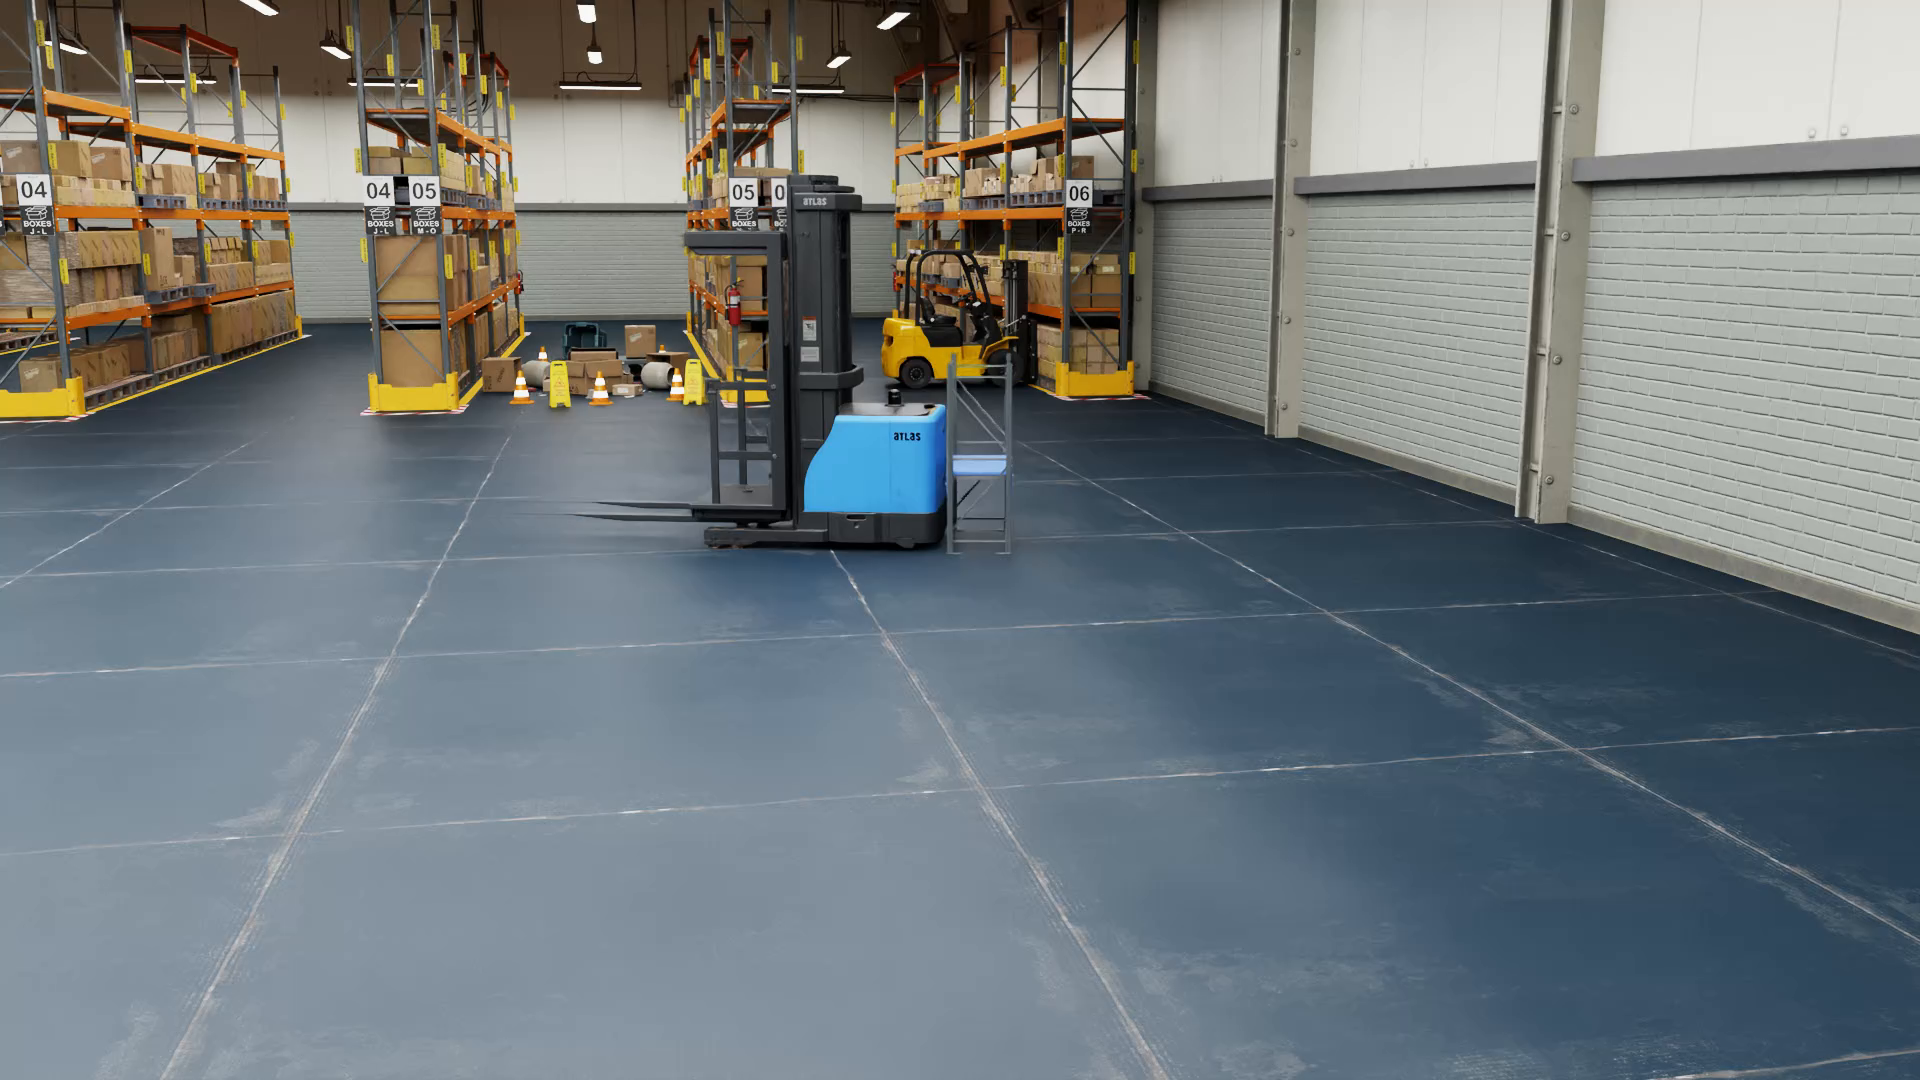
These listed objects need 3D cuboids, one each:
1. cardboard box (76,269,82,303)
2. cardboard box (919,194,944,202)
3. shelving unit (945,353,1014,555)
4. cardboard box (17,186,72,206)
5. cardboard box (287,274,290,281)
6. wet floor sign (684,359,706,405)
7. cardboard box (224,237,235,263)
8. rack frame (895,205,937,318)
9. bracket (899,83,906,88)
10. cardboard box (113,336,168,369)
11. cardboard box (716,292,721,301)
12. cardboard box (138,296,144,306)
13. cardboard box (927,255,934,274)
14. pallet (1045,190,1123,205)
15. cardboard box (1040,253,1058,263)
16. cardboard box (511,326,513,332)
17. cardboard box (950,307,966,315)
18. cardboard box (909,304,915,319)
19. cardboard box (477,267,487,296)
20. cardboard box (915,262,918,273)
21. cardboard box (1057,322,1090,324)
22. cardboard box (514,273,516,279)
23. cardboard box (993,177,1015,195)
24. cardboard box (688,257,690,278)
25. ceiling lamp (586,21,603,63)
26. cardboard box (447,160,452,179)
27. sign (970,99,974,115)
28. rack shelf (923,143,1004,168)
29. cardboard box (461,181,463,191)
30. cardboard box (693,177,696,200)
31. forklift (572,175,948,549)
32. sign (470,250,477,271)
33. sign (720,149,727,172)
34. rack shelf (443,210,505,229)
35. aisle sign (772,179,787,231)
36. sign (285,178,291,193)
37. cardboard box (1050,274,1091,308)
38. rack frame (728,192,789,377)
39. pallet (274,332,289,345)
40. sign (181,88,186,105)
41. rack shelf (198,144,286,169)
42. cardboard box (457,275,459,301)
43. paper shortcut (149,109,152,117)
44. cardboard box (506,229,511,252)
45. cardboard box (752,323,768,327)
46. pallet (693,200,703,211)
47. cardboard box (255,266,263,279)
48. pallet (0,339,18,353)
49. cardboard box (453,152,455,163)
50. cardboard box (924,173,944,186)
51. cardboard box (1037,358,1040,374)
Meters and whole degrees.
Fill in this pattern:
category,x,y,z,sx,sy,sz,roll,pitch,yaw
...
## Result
category,x,y,z,sx,sy,sz,roll,pitch,yaw
cardboard box,-12.836,-3.540,23.212,0.875,0.500,0.500,-2,11,-11
cardboard box,-0.626,-7.524,36.786,0.500,0.250,0.500,-2,11,-11
shelving unit,0.164,-0.721,13.471,0.538,1.500,1.048,0,11,1
cardboard box,-12.381,-4.653,22.502,0.500,0.250,0.500,-2,11,-9
cardboard box,-15.209,-5.866,37.166,0.380,0.149,0.250,-2,11,-10
wet floor sign,-3.833,-2.286,23.981,0.267,0.644,0.232,2,11,9
cardboard box,-14.621,-5.655,32.437,0.797,0.503,0.637,-2,11,-10
rack frame,-1.064,-6.632,40.518,1.000,3.000,0.127,-2,11,-11
bracket,-1.594,-12.372,45.006,0.235,0.232,0.430,-2,11,-11
cardboard box,-13.492,-3.079,27.361,0.700,0.500,0.500,-2,11,-11
cardboard box,-3.852,-4.057,27.661,0.380,0.149,0.250,-2,11,-11
cardboard box,-12.989,-3.737,25.982,0.380,0.149,0.250,-2,11,-11
cardboard box,-0.311,-5.962,35.607,0.700,0.500,0.500,-2,11,-10
pallet,1.936,-5.258,25.514,1.003,0.211,1.213,-2,11,-11
cardboard box,1.481,-4.453,26.270,0.380,0.149,0.250,-2,11,-10
cardboard box,-10.038,-4.639,36.550,0.380,0.149,0.250,-2,11,-13
cardboard box,0.000,-4.738,34.393,0.380,0.149,0.250,-2,11,-12
cardboard box,-0.905,-5.236,38.745,0.500,0.500,0.500,-2,11,-10
cardboard box,-8.668,-4.578,29.459,0.500,0.500,0.500,-2,11,-12
cardboard box,-0.736,-6.147,37.574,0.500,0.250,0.500,-2,11,-11
cardboard box,1.860,-3.417,27.184,0.500,0.250,0.500,-2,11,-12
cardboard box,-10.427,-6.079,38.286,0.380,0.149,0.250,-2,11,-11
cardboard box,0.890,-6.240,29.285,0.500,0.311,0.500,-2,11,-13
cardboard box,-6.120,-6.401,39.039,0.500,0.500,0.500,-2,11,-11
ceiling lamp,-7.134,-11.299,33.383,0.800,3.185,2.000,-2,11,-11
cardboard box,-7.697,-5.403,24.251,0.500,0.250,0.500,-2,11,-11
sign,0.257,-9.403,36.112,0.100,0.325,0.005,-2,11,-11
rack shelf,0.103,-7.929,34.280,1.077,0.370,4.000,-2,11,-11
cardboard box,-7.949,-5.508,25.872,0.380,0.149,0.250,-2,11,-10
cardboard box,-5.267,-7.274,34.478,0.500,0.500,0.500,-2,11,-12
forklift,-1.641,-1.466,13.559,3.031,2.935,1.130,1,11,5
sign,-7.890,-4.536,26.979,0.100,0.325,0.005,-2,11,-11
sign,-3.369,-5.408,23.698,0.100,0.325,0.005,-2,11,-11
rack shelf,-9.601,-6.272,32.528,1.077,0.370,4.000,-2,11,-11
aisle sign,-2.504,-4.793,23.905,0.394,0.787,0.004,-2,11,-11
sign,-15.118,-7.977,37.407,0.100,0.325,0.005,-2,11,-11
cardboard box,1.695,-3.827,25.515,0.500,0.500,0.500,-2,11,-12
rack frame,-2.820,-3.516,24.148,1.000,3.000,0.127,-2,11,-11
pallet,-15.187,-4.353,36.004,1.003,0.211,1.213,-2,11,-11
sign,-15.424,-8.825,33.073,0.100,0.325,0.005,-2,11,-11
rack shelf,-15.264,-8.121,35.289,1.077,0.370,4.000,-2,11,-11
cardboard box,-8.031,-3.761,25.032,0.875,0.550,0.500,-2,11,-11
paper shortcut,-14.869,-7.862,30.562,0.009,0.170,0.078,9,-22,-13
cardboard box,-10.022,-6.485,36.007,0.500,0.500,0.500,-2,11,-10
cardboard box,-3.119,-3.282,27.142,0.500,0.500,0.500,-2,11,-10
pallet,-4.554,-6.480,32.204,1.213,0.211,1.003,-2,11,-8
cardboard box,-14.709,-5.525,34.307,0.500,0.250,0.500,-2,11,-12
pallet,-19.914,-3.940,33.834,1.003,0.211,1.213,-2,11,-11
cardboard box,-7.755,-5.715,24.824,0.380,0.149,0.250,-2,11,-10
cardboard box,-0.570,-7.786,35.934,0.396,0.266,0.258,-2,11,-12
cardboard box,1.471,-2.811,26.675,0.500,0.250,0.500,-2,11,-10
